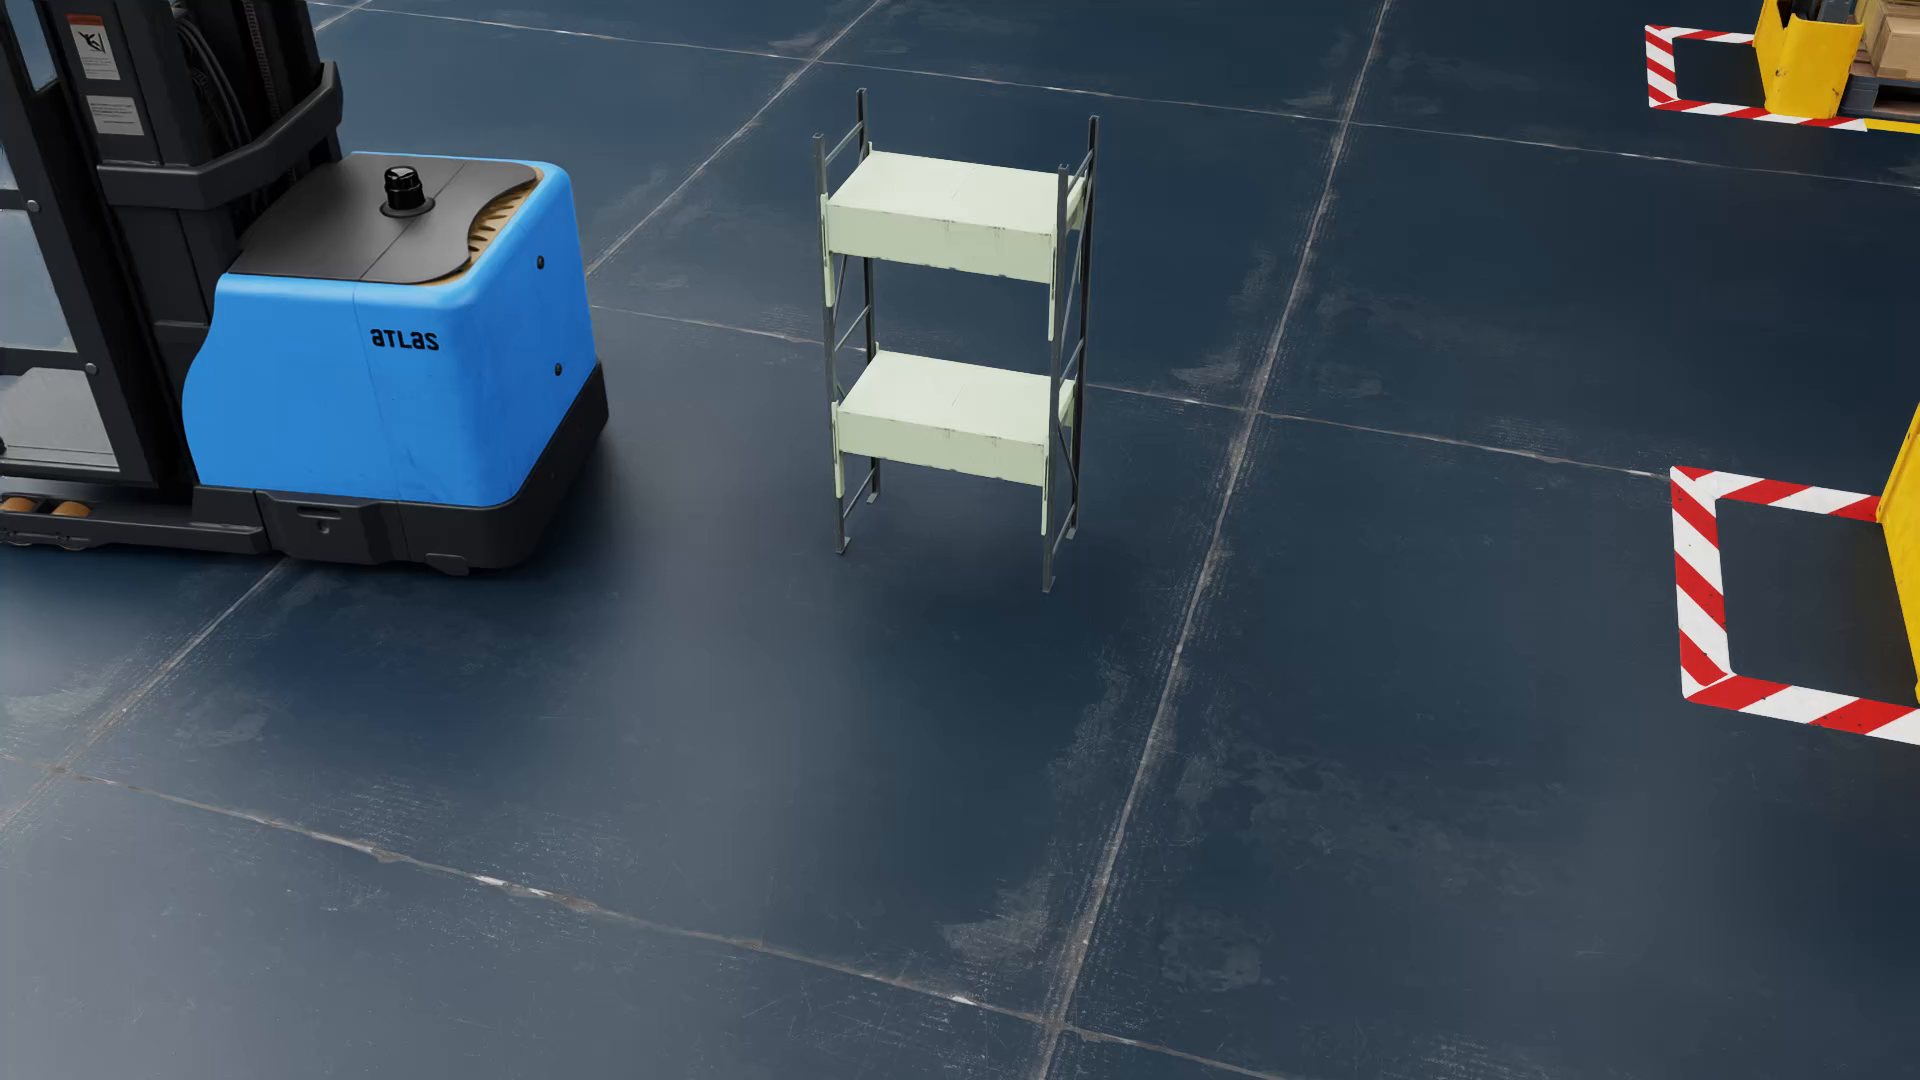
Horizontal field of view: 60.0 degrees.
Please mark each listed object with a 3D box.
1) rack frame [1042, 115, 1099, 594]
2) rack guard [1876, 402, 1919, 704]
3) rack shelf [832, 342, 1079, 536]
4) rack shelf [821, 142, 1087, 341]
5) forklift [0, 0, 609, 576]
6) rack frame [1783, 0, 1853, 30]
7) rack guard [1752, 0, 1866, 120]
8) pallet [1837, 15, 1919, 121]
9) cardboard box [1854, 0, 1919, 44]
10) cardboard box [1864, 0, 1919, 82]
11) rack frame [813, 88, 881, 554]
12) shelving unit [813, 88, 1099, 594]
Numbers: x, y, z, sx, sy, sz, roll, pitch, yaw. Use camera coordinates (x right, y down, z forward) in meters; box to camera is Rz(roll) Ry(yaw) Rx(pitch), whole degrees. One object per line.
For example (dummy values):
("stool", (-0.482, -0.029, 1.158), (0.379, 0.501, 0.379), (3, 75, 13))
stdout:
("rack frame", (0.343, -0.541, 5.219), (0.023, 1.500, 0.400), (10, 38, 14))
("rack guard", (3.248, 0.028, 5.291), (0.348, 0.500, 1.175), (10, 38, 14))
("rack shelf", (-0.006, -0.343, 5.500), (0.720, 0.370, 0.431), (10, 38, 14))
("rack shelf", (-0.006, -0.919, 5.076), (0.720, 0.370, 0.431), (10, 38, 14))
("forklift", (-2.878, -1.449, 5.246), (3.031, 2.935, 1.130), (5, 37, 6))
("rack frame", (4.642, -3.768, 8.339), (0.127, 3.000, 1.000), (10, 38, 14))
("rack guard", (4.619, -2.765, 9.086), (0.348, 0.500, 1.175), (10, 38, 14))
("pallet", (5.384, -2.533, 9.014), (1.213, 0.211, 1.003), (10, 38, 14))
("cardboard box", (5.242, -2.902, 9.128), (0.500, 0.250, 0.500), (10, 38, 14))
("cardboard box", (5.087, -2.609, 8.730), (0.500, 0.250, 0.500), (10, 38, 14))
("rack frame", (-0.356, -0.670, 5.395), (0.023, 1.500, 0.400), (10, 38, 14))
("shelving unit", (-0.006, -0.605, 5.307), (0.755, 1.500, 0.431), (10, 38, 14))
